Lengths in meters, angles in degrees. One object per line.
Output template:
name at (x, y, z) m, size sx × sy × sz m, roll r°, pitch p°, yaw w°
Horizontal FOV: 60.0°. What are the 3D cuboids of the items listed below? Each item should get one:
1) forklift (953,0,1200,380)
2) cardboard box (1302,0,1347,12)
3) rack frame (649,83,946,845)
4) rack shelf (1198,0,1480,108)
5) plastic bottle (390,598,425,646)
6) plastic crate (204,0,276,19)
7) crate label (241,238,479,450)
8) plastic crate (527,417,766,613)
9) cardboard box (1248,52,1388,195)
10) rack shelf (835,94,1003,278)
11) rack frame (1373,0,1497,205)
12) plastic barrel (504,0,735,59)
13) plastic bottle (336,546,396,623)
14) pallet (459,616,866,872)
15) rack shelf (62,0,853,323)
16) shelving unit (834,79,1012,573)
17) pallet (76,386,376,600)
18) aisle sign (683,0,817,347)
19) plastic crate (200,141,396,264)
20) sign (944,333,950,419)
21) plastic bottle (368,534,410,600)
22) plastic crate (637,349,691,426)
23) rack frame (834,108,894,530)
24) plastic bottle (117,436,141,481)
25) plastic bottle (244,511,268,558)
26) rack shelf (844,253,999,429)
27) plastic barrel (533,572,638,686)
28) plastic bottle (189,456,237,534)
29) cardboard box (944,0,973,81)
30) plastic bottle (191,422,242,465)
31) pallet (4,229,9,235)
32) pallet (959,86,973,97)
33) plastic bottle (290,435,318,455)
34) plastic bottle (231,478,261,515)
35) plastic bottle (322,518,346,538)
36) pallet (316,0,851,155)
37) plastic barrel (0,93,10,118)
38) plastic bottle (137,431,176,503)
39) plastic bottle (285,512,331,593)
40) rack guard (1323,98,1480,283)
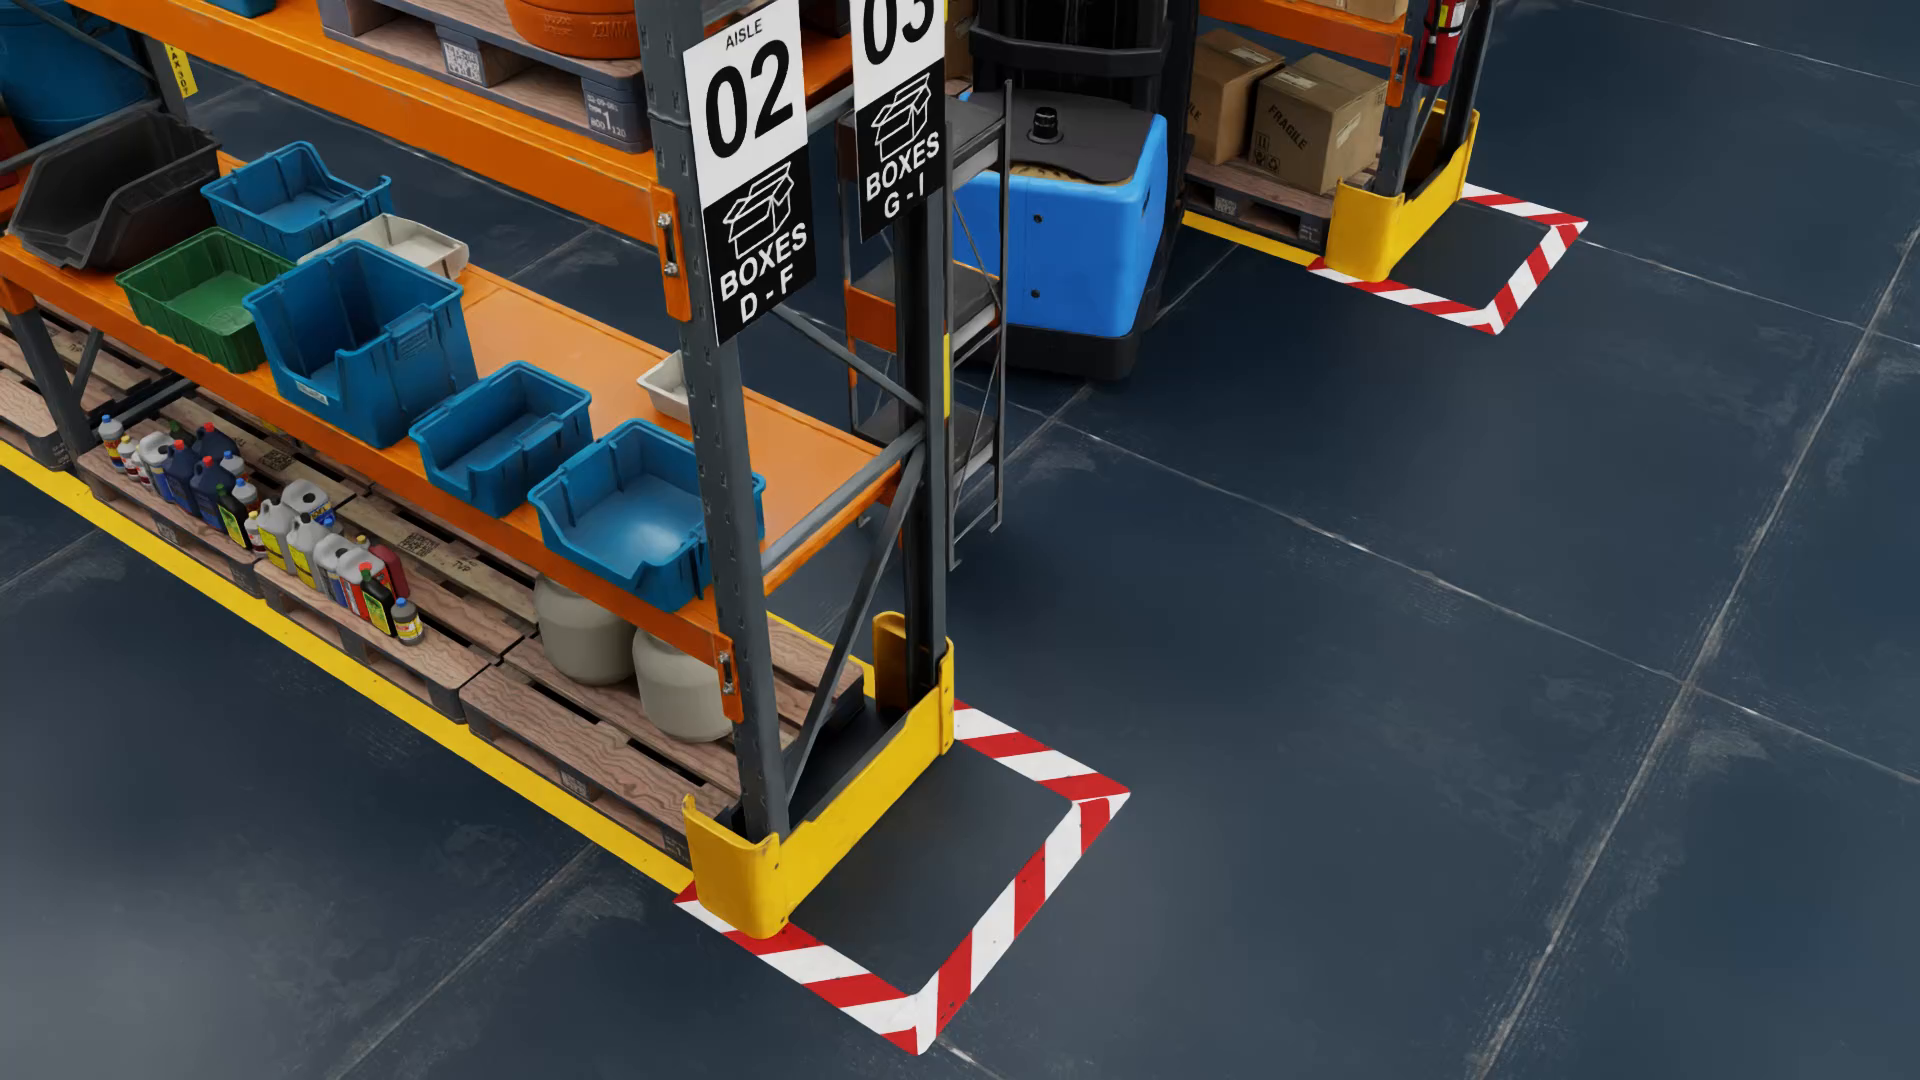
forklift at (0.665, -2.857, 8.244) m, size 1.130 × 2.935 × 3.031 m, roll 10°, pitch 43°, yaw 10°
cardboard box at (1.904, -2.811, 8.331) m, size 0.250 × 0.149 × 0.380 m, roll 25°, pitch 48°, yaw 25°
rack frame at (-0.384, -0.109, 5.122) m, size 0.127 × 3.000 × 1.000 m, roll 25°, pitch 48°, yaw 25°
rack shelf at (0.822, -3.310, 9.239) m, size 4.000 × 0.370 × 1.077 m, roll 25°, pitch 48°, yaw 25°
plastic bottle at (-2.139, 0.306, 6.427) m, size 0.097 × 0.201 × 0.097 m, roll 0°, pitch 42°, yaw 0°
plastic crate at (-2.118, -1.786, 4.759) m, size 0.575 × 0.384 × 0.392 m, roll 25°, pitch 48°, yaw 25°
crate label at (-2.046, -0.679, 5.733) m, size 0.616 × 0.435 × 0.502 m, roll 25°, pitch 48°, yaw 25°
plastic crate at (-0.966, -0.081, 5.203) m, size 0.616 × 0.251 × 0.499 m, roll 25°, pitch 48°, yaw 25°
cardboard box at (1.958, -2.286, 9.115) m, size 0.500 × 0.500 × 0.500 m, roll -33°, pitch 51°, yaw -31°
rack shelf at (-0.136, -1.357, 6.163) m, size 0.480 × 0.518 × 0.431 m, roll 25°, pitch 48°, yaw 25°
rack frame at (2.460, -2.813, 8.144) m, size 0.127 × 3.000 × 1.000 m, roll 25°, pitch 48°, yaw 25°
plastic barrel at (-0.855, -1.660, 3.969) m, size 0.708 × 0.830 × 0.600 m, roll 25°, pitch 48°, yaw 25°
plastic bottle at (-2.330, 0.167, 6.526) m, size 0.135 × 0.276 × 0.152 m, roll 25°, pitch 48°, yaw 26°
pallet at (-1.135, 0.613, 6.406) m, size 1.213 × 0.211 × 1.003 m, roll 25°, pitch 48°, yaw 25°
rack shelf at (-2.021, -1.724, 5.217) m, size 4.000 × 0.370 × 1.077 m, roll 25°, pitch 48°, yaw 25°
shelving unit at (-0.136, -0.846, 6.621) m, size 0.503 × 2.100 × 0.431 m, roll 25°, pitch 48°, yaw 25°
pallet at (-3.133, -0.321, 7.450) m, size 1.213 × 0.211 × 1.003 m, roll 25°, pitch 48°, yaw 25°
aisle sign at (-0.496, -0.888, 4.043) m, size 0.004 × 0.787 × 0.394 m, roll 25°, pitch 48°, yaw 25°
plastic crate at (-2.597, -1.309, 6.575) m, size 0.616 × 0.251 × 0.499 m, roll 25°, pitch 48°, yaw 25°
sign at (-0.065, -0.510, 5.363) m, size 0.005 × 0.325 × 0.100 m, roll 25°, pitch 48°, yaw 25°
plastic bottle at (-2.269, 0.106, 6.589) m, size 0.133 × 0.283 × 0.061 m, roll 25°, pitch 48°, yaw 25°
plastic crate at (-0.932, -0.529, 5.789) m, size 0.250 × 0.136 × 0.298 m, roll 25°, pitch 48°, yaw 25°
rack frame at (-0.335, -0.939, 6.725) m, size 0.015 × 2.100 × 0.400 m, roll 25°, pitch 48°, yaw 25°
plastic bottle at (-3.567, -0.361, 7.172) m, size 0.097 × 0.201 × 0.097 m, roll 0°, pitch 42°, yaw 0°
plastic bottle at (-2.863, -0.032, 6.805) m, size 0.097 × 0.201 × 0.097 m, roll 0°, pitch 42°, yaw 0°
rack shelf at (-0.136, -0.836, 6.630) m, size 0.480 × 0.518 × 0.431 m, roll 25°, pitch 48°, yaw 25°
plastic barrel at (-1.377, 0.260, 6.261) m, size 0.421 × 0.512 × 0.421 m, roll 0°, pitch 42°, yaw 0°
plastic bottle at (-3.082, -0.209, 6.891) m, size 0.185 × 0.351 × 0.144 m, roll 23°, pitch 47°, yaw 24°
cardboard box at (-0.037, -3.179, 10.113) m, size 0.500 × 0.500 × 0.500 m, roll -26°, pitch 48°, yaw -26°
plastic bottle at (-3.154, -0.360, 7.059) m, size 0.185 × 0.351 × 0.144 m, roll 25°, pitch 48°, yaw 25°
pallet at (-5.327, -1.347, 8.597) m, size 1.213 × 0.211 × 1.003 m, roll 25°, pitch 48°, yaw 25°
pallet at (0.758, -2.600, 9.998) m, size 1.213 × 0.211 × 1.003 m, roll 25°, pitch 48°, yaw 25°
plastic bottle at (-2.874, -0.536, 7.312) m, size 0.135 × 0.276 × 0.152 m, roll 25°, pitch 48°, yaw 25°
plastic bottle at (-2.940, -0.143, 6.877) m, size 0.097 × 0.271 × 0.097 m, roll 0°, pitch 42°, yaw 0°
plastic bottle at (-2.548, -0.002, 6.771) m, size 0.097 × 0.201 × 0.097 m, roll 0°, pitch 42°, yaw 0°
pallet at (-1.005, -1.526, 4.598) m, size 1.213 × 0.211 × 1.003 m, roll 25°, pitch 48°, yaw 25°
plastic barrel at (-4.316, -2.177, 7.331) m, size 0.433 × 0.535 × 0.433 m, roll 0°, pitch 42°, yaw 0°
plastic bottle at (-3.369, -0.319, 7.069) m, size 0.135 × 0.276 × 0.152 m, roll 27°, pitch 48°, yaw 27°
plastic bottle at (-2.581, 0.025, 6.629) m, size 0.185 × 0.351 × 0.144 m, roll 27°, pitch 48°, yaw 27°
rack guard at (2.398, -1.910, 9.010) m, size 0.348 × 0.500 × 1.175 m, roll 25°, pitch 48°, yaw 25°
